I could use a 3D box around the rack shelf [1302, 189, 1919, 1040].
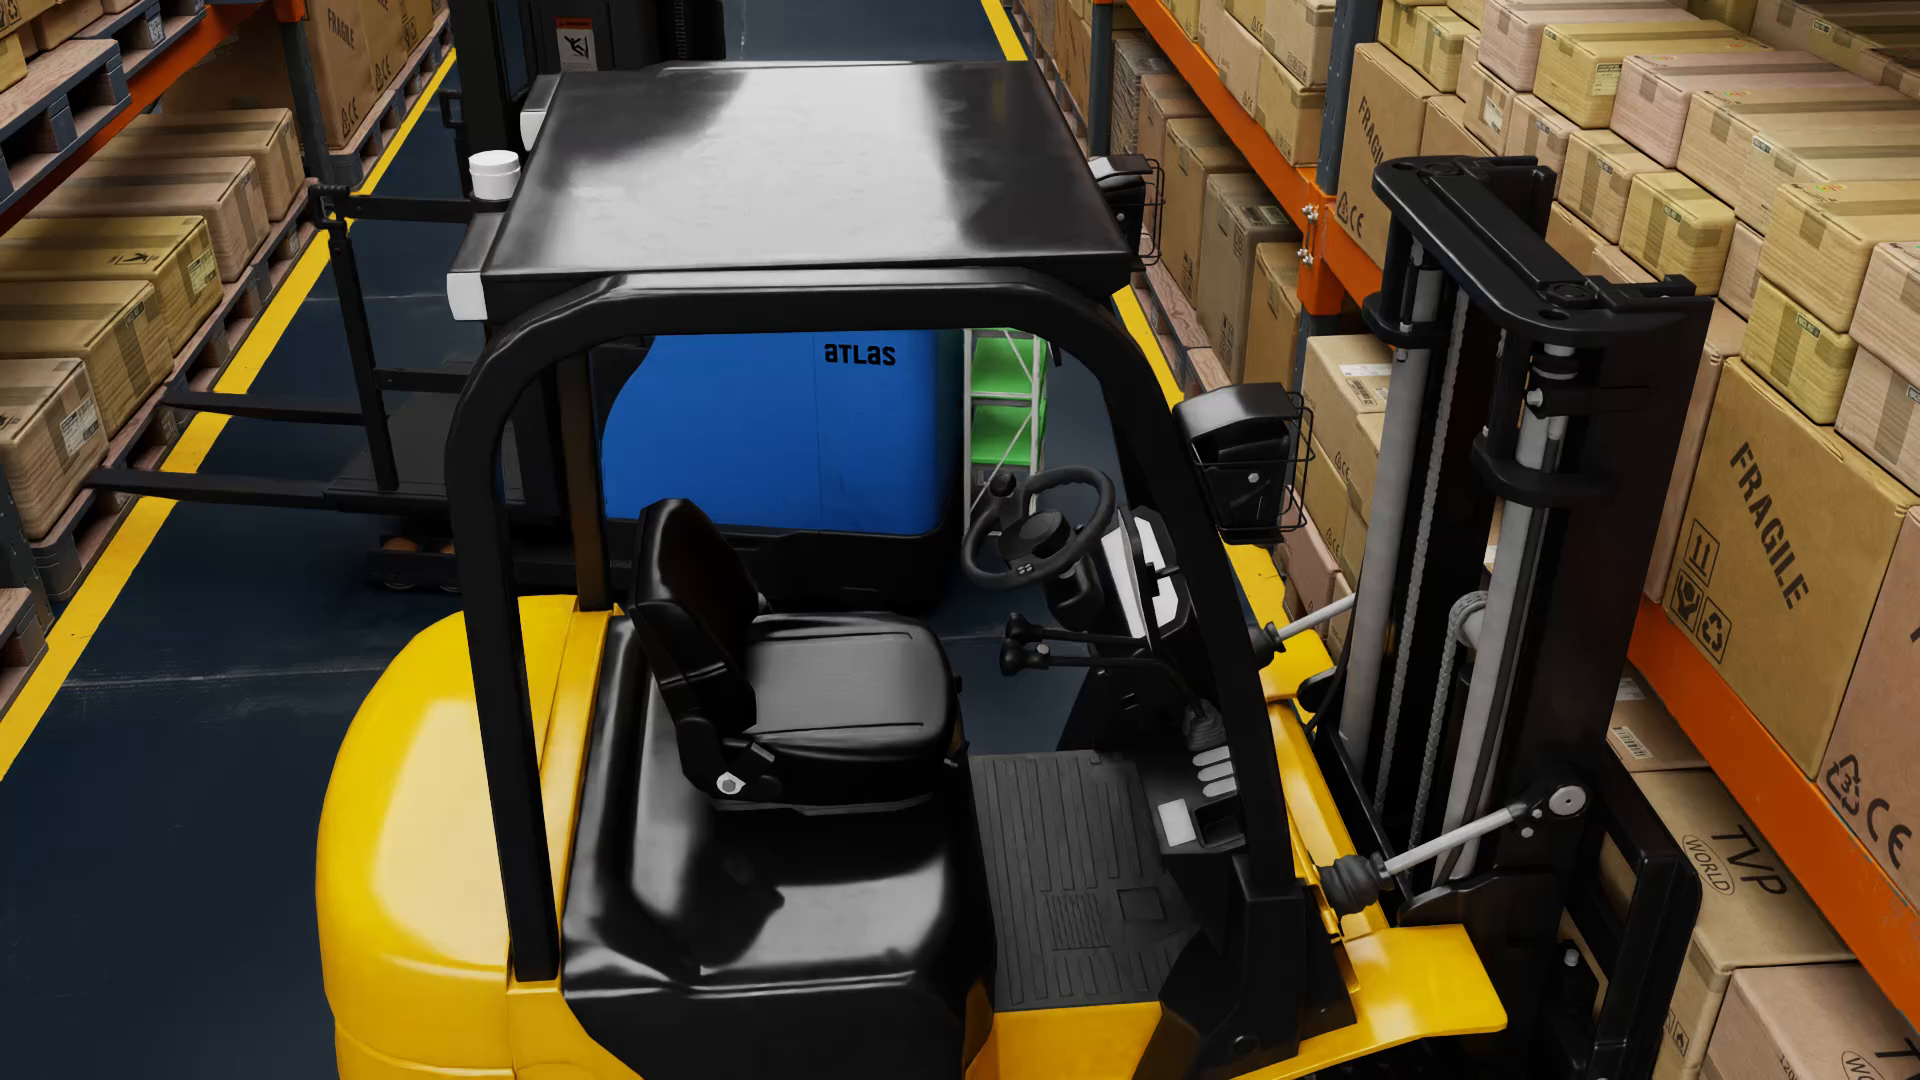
[{"bbox_3d":[1.748,0.118,3.328,1.077,0.370,4.000,-3,31,-5],"label":"rack shelf"}]

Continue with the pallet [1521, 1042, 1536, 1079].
[{"bbox_3d":[1.711,1.018,3.840,1.003,0.211,1.213,-3,31,-5],"label":"pallet"}]

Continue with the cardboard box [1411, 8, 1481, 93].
[{"bbox_3d":[1.355,-1.225,4.146,0.380,0.149,0.250,-2,31,-3],"label":"cardboard box"}]

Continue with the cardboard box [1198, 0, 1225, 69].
[{"bbox_3d":[1.185,-1.903,6.157,0.500,0.250,0.500,-3,31,-4],"label":"cardboard box"}]

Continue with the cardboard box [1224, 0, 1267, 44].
[{"bbox_3d":[1.206,-1.862,5.602,0.500,0.250,0.500,-4,31,-6],"label":"cardboard box"}]

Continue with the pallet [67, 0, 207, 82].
[{"bbox_3d":[-3.528,-1.923,6.231,1.003,0.211,1.213,-3,31,-5],"label":"pallet"}]

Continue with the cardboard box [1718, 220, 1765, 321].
[{"bbox_3d":[1.546,-0.440,2.831,0.380,0.149,0.250,-3,31,-5],"label":"cardboard box"}]

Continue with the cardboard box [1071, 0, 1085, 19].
[{"bbox_3d":[0.833,-3.017,9.272,0.380,0.149,0.250,-4,31,-7],"label":"cardboard box"}]

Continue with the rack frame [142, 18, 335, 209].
[{"bbox_3d":[-3.754,-3.014,7.871,1.000,3.000,0.127,-3,31,-5],"label":"rack frame"}]

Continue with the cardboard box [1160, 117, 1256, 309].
[{"bbox_3d":[1.364,-1.418,7.106,0.875,0.625,0.625,-4,31,-7],"label":"cardboard box"}]

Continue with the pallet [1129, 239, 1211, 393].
[{"bbox_3d":[1.336,-1.013,7.240,1.003,0.211,1.213,-3,31,-5],"label":"pallet"}]

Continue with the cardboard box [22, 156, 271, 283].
[{"bbox_3d":[-3.634,-1.401,7.323,0.950,0.372,0.625,-3,31,-6],"label":"cardboard box"}]

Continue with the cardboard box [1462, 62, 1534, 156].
[{"bbox_3d":[1.356,-0.964,3.709,0.380,0.149,0.250,-2,31,-3],"label":"cardboard box"}]

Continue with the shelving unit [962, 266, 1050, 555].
[{"bbox_3d":[0.160,-0.589,5.567,0.258,1.200,0.503,3,31,5],"label":"shelving unit"}]

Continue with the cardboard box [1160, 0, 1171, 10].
[{"bbox_3d":[1.083,-2.431,7.042,0.500,0.250,0.500,-4,31,-6],"label":"cardboard box"}]

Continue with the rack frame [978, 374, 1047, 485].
[{"bbox_3d":[0.187,-0.714,5.775,0.240,1.200,0.015,3,31,5],"label":"rack frame"}]

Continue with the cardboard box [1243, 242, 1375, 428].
[{"bbox_3d":[1.501,-0.638,5.799,0.875,0.625,0.625,-1,31,-2],"label":"cardboard box"}]

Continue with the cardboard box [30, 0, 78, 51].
[{"bbox_3d":[-3.217,-1.744,5.580,0.380,0.149,0.250,-2,31,-4],"label":"cardboard box"}]

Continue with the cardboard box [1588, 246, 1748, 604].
[{"bbox_3d":[1.482,-0.234,3.119,0.500,0.500,0.500,-3,31,-4],"label":"cardboard box"}]

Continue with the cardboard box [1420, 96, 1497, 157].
[{"bbox_3d":[1.408,-0.750,3.983,0.500,0.500,0.500,-2,31,-4],"label":"cardboard box"}]

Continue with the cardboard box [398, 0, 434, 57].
[{"bbox_3d":[-3.898,-3.551,10.432,0.875,0.875,0.875,-2,31,-3],"label":"cardboard box"}]

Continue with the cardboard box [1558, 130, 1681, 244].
[{"bbox_3d":[1.420,-0.703,3.271,0.380,0.149,0.250,-4,31,-6],"label":"cardboard box"}]

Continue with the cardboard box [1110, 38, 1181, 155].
[{"bbox_3d":[1.232,-2.095,8.239,0.875,0.625,0.625,-2,31,-3],"label":"cardboard box"}]

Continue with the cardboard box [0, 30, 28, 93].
[{"bbox_3d":[-3.132,-1.469,5.120,0.380,0.149,0.250,-2,31,-4],"label":"cardboard box"}]

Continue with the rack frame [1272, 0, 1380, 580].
[{"bbox_3d":[1.561,-1.211,4.853,1.000,3.000,0.127,-3,31,-5],"label":"rack frame"}]

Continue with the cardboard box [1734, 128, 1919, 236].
[{"bbox_3d":[1.542,-0.574,2.766,0.380,0.149,0.250,-2,31,-4],"label":"cardboard box"}]

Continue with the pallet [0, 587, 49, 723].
[{"bbox_3d":[-3.282,0.567,4.596,1.003,0.211,1.213,-3,31,-5],"label":"pallet"}]

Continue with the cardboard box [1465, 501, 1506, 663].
[{"bbox_3d":[1.390,0.136,3.893,0.500,0.250,0.500,-2,31,-3],"label":"cardboard box"}]

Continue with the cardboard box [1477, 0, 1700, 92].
[{"bbox_3d":[1.364,-1.088,3.627,0.380,0.149,0.250,-2,31,-3],"label":"cardboard box"}]

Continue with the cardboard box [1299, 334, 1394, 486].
[{"bbox_3d":[1.294,-0.379,4.755,0.500,0.250,0.500,-3,31,-5],"label":"cardboard box"}]

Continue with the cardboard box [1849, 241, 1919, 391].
[{"bbox_3d":[1.502,-0.306,2.317,0.380,0.149,0.250,-2,31,-3],"label":"cardboard box"}]

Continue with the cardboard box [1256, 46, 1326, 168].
[{"bbox_3d":[1.254,-1.392,5.301,0.500,0.250,0.500,-2,31,-3],"label":"cardboard box"}]

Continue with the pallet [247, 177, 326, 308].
[{"bbox_3d":[-3.683,-1.418,7.918,1.003,0.211,1.213,-3,31,-5],"label":"pallet"}]

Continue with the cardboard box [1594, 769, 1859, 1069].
[{"bbox_3d":[1.471,0.664,3.010,0.500,0.250,0.500,-2,31,-4],"label":"cardboard box"}]

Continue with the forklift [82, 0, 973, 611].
[{"bbox_3d":[-1.506,-1.350,5.151,3.031,2.935,1.130,3,31,6],"label":"forklift"}]

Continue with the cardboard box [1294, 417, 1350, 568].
[{"bbox_3d":[1.299,-0.164,4.884,0.500,0.250,0.500,-3,31,-5],"label":"cardboard box"}]

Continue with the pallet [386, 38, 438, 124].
[{"bbox_3d":[-3.864,-2.844,10.306,1.003,0.211,1.213,-3,31,-5],"label":"pallet"}]

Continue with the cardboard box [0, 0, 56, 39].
[{"bbox_3d":[-3.186,-1.831,5.094,0.500,0.500,0.500,-3,31,-4],"label":"cardboard box"}]

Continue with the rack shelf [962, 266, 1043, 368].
[{"bbox_3d":[0.160,-0.741,5.477,0.258,0.148,0.480,3,31,5],"label":"rack shelf"}]

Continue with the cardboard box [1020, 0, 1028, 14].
[{"bbox_3d":[0.694,-3.874,11.339,0.500,0.500,0.500,-3,31,-5],"label":"cardboard box"}]

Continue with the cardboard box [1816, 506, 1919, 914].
[{"bbox_3d":[1.588,0.284,2.252,0.500,0.500,0.500,-2,31,-3],"label":"cardboard box"}]

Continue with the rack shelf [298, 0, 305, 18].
[{"bbox_3d":[-3.941,-3.726,9.765,1.077,0.370,4.000,-3,31,-5],"label":"rack shelf"}]

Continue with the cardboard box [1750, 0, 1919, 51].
[{"bbox_3d":[1.998,-1.123,3.684,0.380,0.149,0.250,-3,31,-6],"label":"cardboard box"}]

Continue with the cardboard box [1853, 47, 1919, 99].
[{"bbox_3d":[1.979,-0.857,3.239,0.380,0.149,0.250,-3,31,-5],"label":"cardboard box"}]

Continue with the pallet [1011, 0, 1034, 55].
[{"bbox_3d":[0.927,-3.685,11.714,1.003,0.211,1.213,-3,31,-5],"label":"pallet"}]

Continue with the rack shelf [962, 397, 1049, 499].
[{"bbox_3d":[0.160,-0.329,5.723,0.258,0.148,0.480,3,31,5],"label":"rack shelf"}]

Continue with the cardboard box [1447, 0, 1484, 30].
[{"bbox_3d":[1.428,-1.355,4.074,0.380,0.149,0.250,-2,31,-4],"label":"cardboard box"}]

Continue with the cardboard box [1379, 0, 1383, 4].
[{"bbox_3d":[1.308,-1.697,4.935,0.380,0.149,0.250,-2,31,-3],"label":"cardboard box"}]

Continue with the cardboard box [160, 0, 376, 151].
[{"bbox_3d":[-3.736,-2.639,8.905,0.875,0.875,0.875,-3,31,-5],"label":"cardboard box"}]

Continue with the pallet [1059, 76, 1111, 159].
[{"bbox_3d":[1.155,-2.440,9.628,1.003,0.211,1.213,-3,31,-5],"label":"pallet"}]

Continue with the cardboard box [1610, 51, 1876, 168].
[{"bbox_3d":[1.495,-0.830,3.194,0.380,0.149,0.250,-3,31,-5],"label":"cardboard box"}]

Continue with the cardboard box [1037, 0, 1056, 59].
[{"bbox_3d":[0.779,-3.354,10.468,0.500,0.500,0.500,-4,31,-6],"label":"cardboard box"}]

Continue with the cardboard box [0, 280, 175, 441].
[{"bbox_3d":[-3.502,-0.658,6.080,0.950,0.372,0.625,-1,31,-1],"label":"cardboard box"}]

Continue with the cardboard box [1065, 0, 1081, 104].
[{"bbox_3d":[0.898,-2.822,9.578,0.500,0.500,0.500,-3,31,-5],"label":"cardboard box"}]

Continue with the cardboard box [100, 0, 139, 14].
[{"bbox_3d":[-3.212,-2.008,6.023,0.380,0.149,0.250,-2,31,-3],"label":"cardboard box"}]

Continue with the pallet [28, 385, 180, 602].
[{"bbox_3d":[-3.455,-0.172,5.832,1.003,0.211,1.213,-3,31,-5],"label":"pallet"}]

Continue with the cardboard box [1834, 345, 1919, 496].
[{"bbox_3d":[1.523,-0.180,2.396,0.380,0.149,0.250,-4,31,-6],"label":"cardboard box"}]

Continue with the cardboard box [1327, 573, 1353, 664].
[{"bbox_3d":[1.340,0.310,4.578,0.500,0.250,0.500,-3,31,-6],"label":"cardboard box"}]

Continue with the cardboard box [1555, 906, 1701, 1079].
[{"bbox_3d":[1.473,0.864,3.163,0.500,0.250,0.500,-3,31,-6],"label":"cardboard box"}]

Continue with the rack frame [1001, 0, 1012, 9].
[{"bbox_3d":[0.814,-5.296,11.691,1.000,3.000,0.127,-3,31,-5],"label":"rack frame"}]
